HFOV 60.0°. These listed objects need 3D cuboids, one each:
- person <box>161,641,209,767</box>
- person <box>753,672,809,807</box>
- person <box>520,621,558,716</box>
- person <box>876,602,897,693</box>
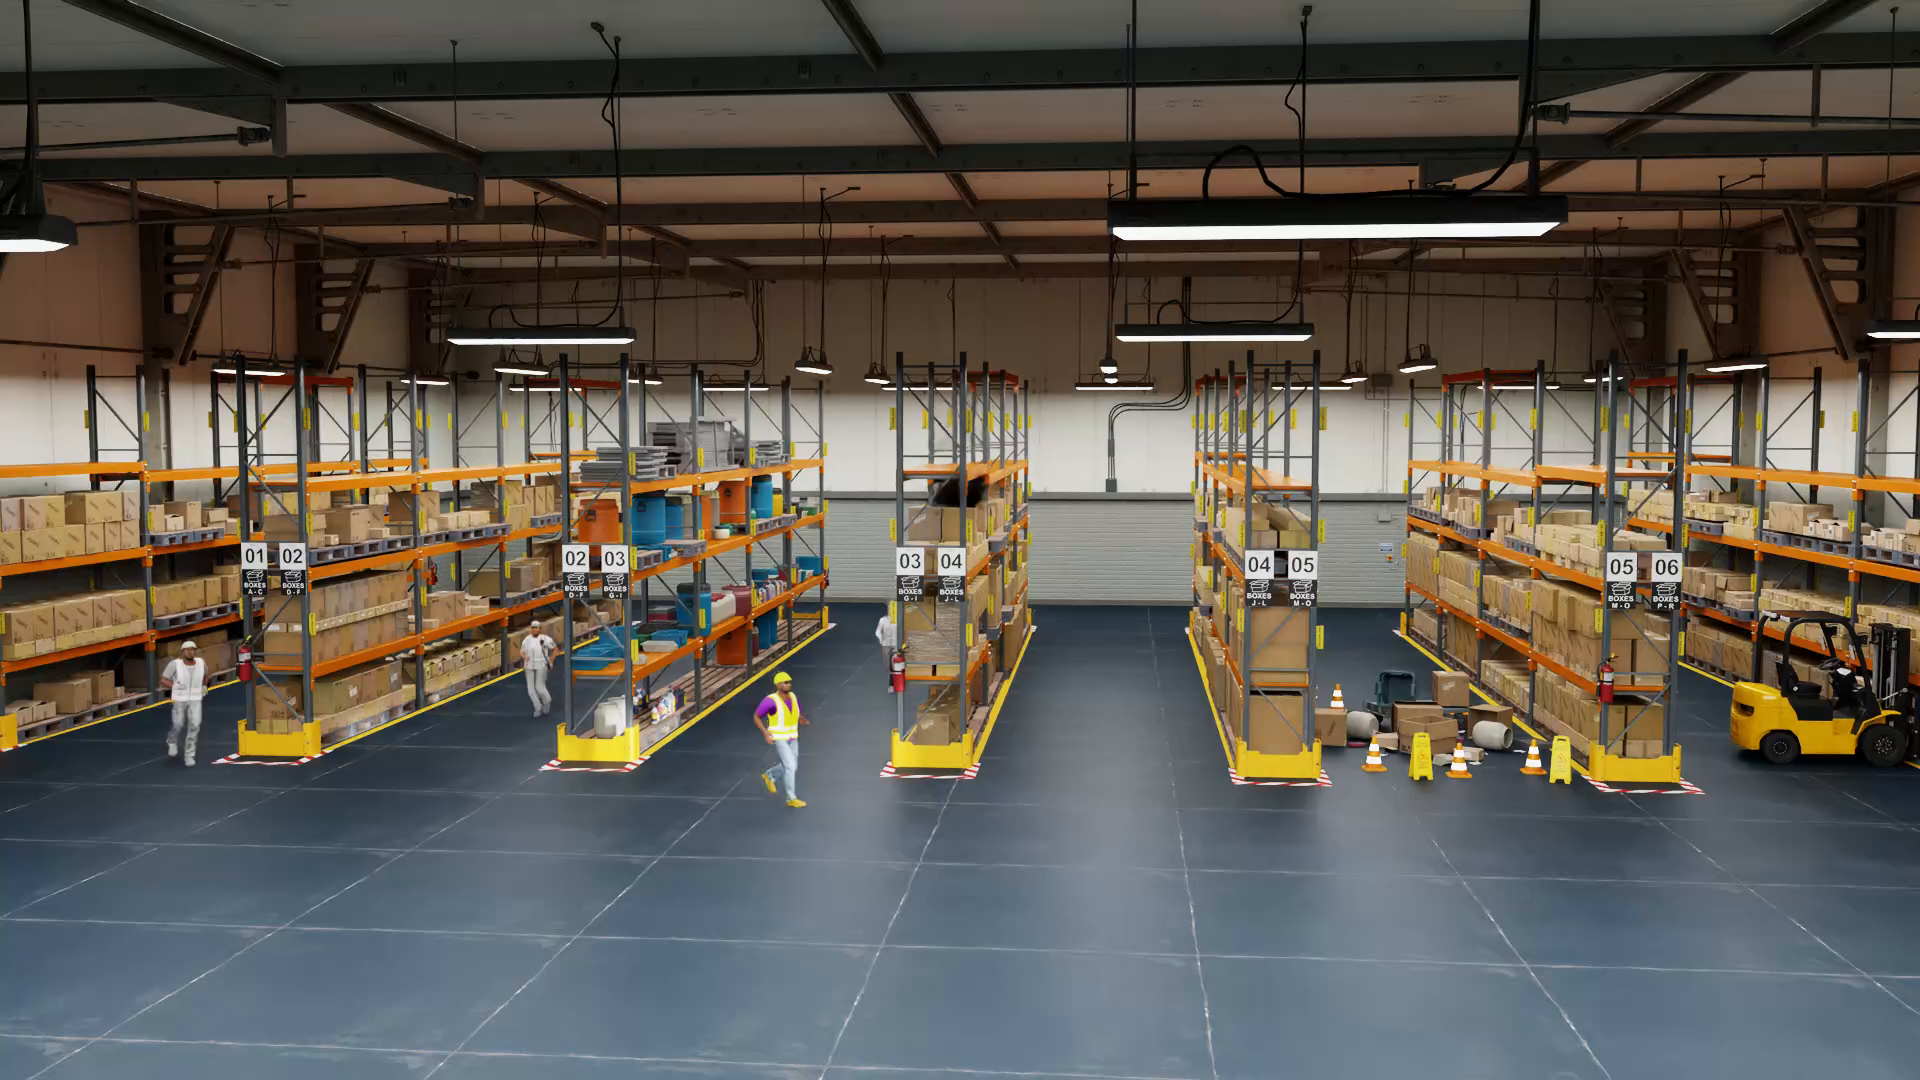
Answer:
[{"bbox_3d":[-11.383,2.379,24.488,0.694,1.803,0.864,-3,5,-37],"label":"person"},{"bbox_3d":[-2.334,2.586,21.704,0.822,1.742,0.705,3,5,40],"label":"person"},{"bbox_3d":[-7.170,2.184,28.170,0.592,1.629,0.577,0,4,5],"label":"person"},{"bbox_3d":[-1.260,1.985,31.072,0.627,1.698,0.761,0,4,1],"label":"person"}]
